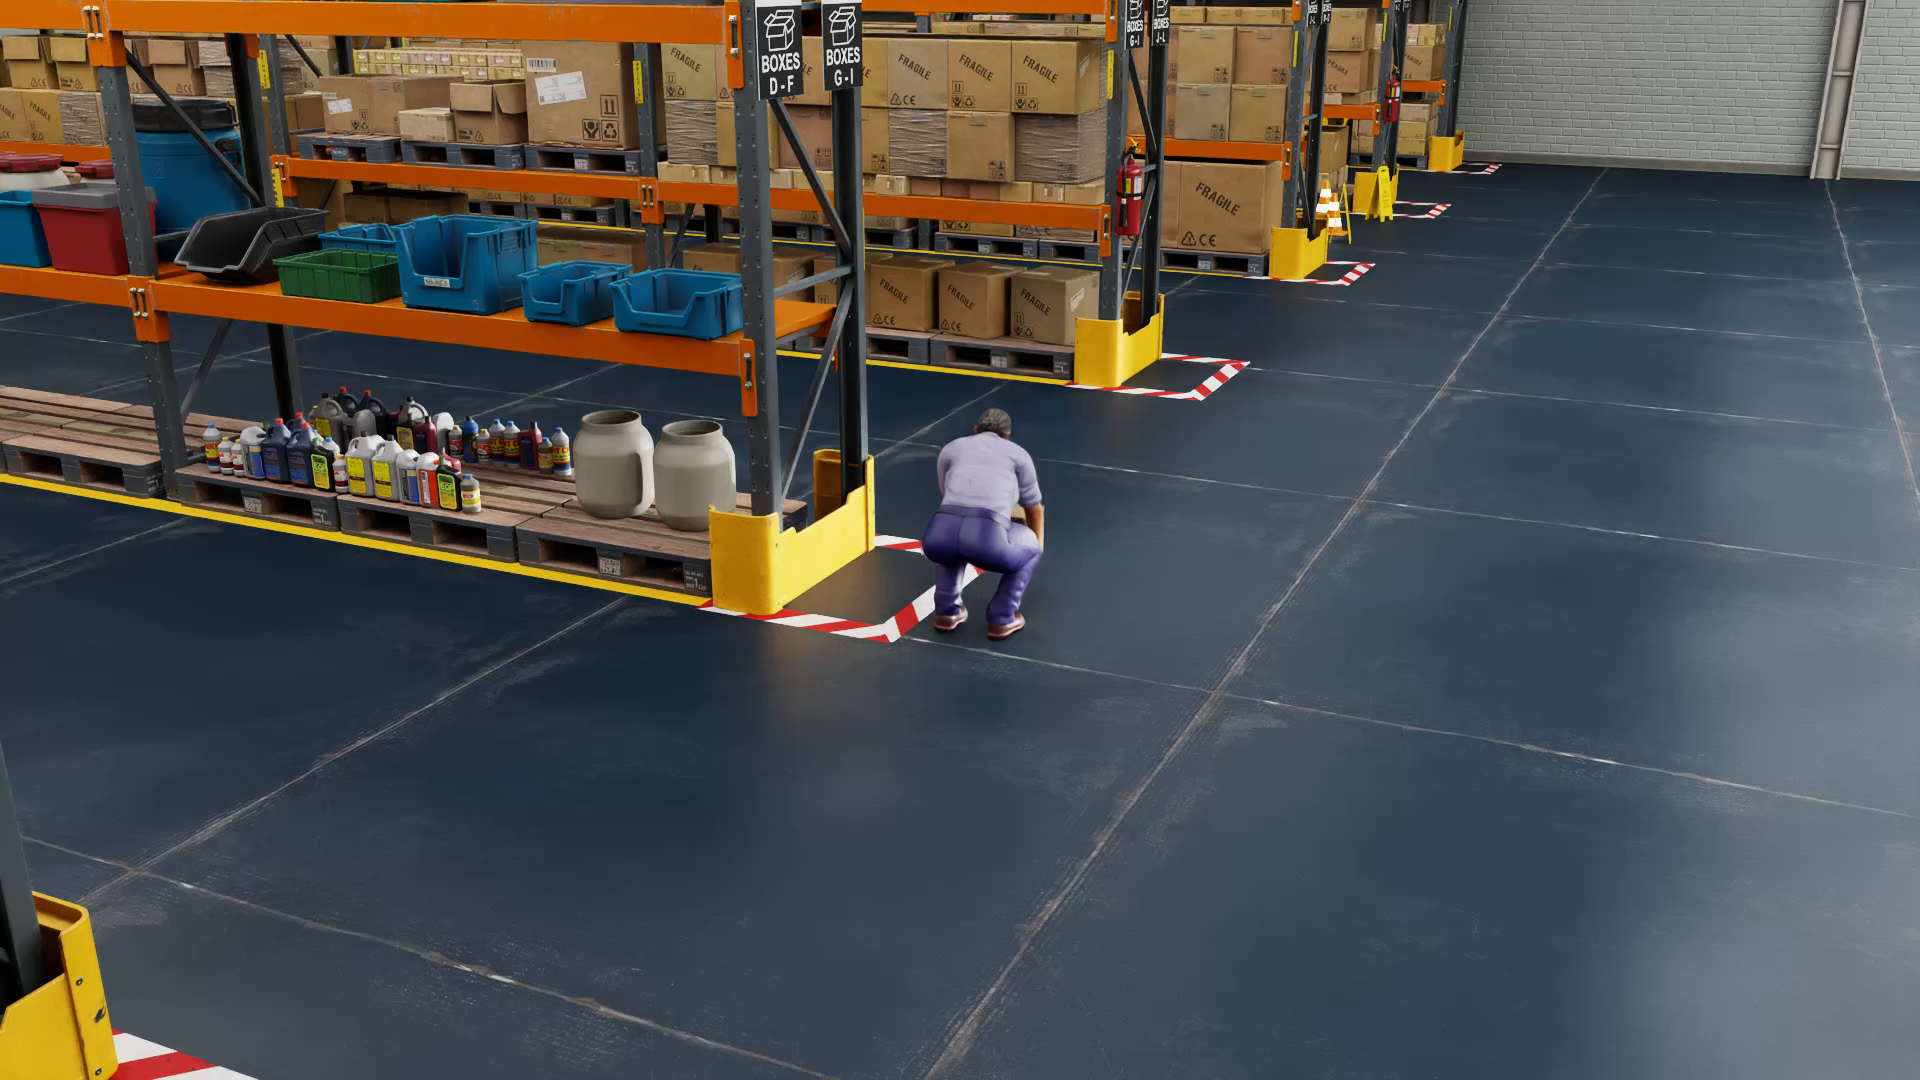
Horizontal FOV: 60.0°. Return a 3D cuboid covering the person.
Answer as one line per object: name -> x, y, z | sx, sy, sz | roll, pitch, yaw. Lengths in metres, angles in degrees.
person -> 0.102, -0.071, 7.842 | 0.528, 0.966, 0.817 | 7, 20, 20
